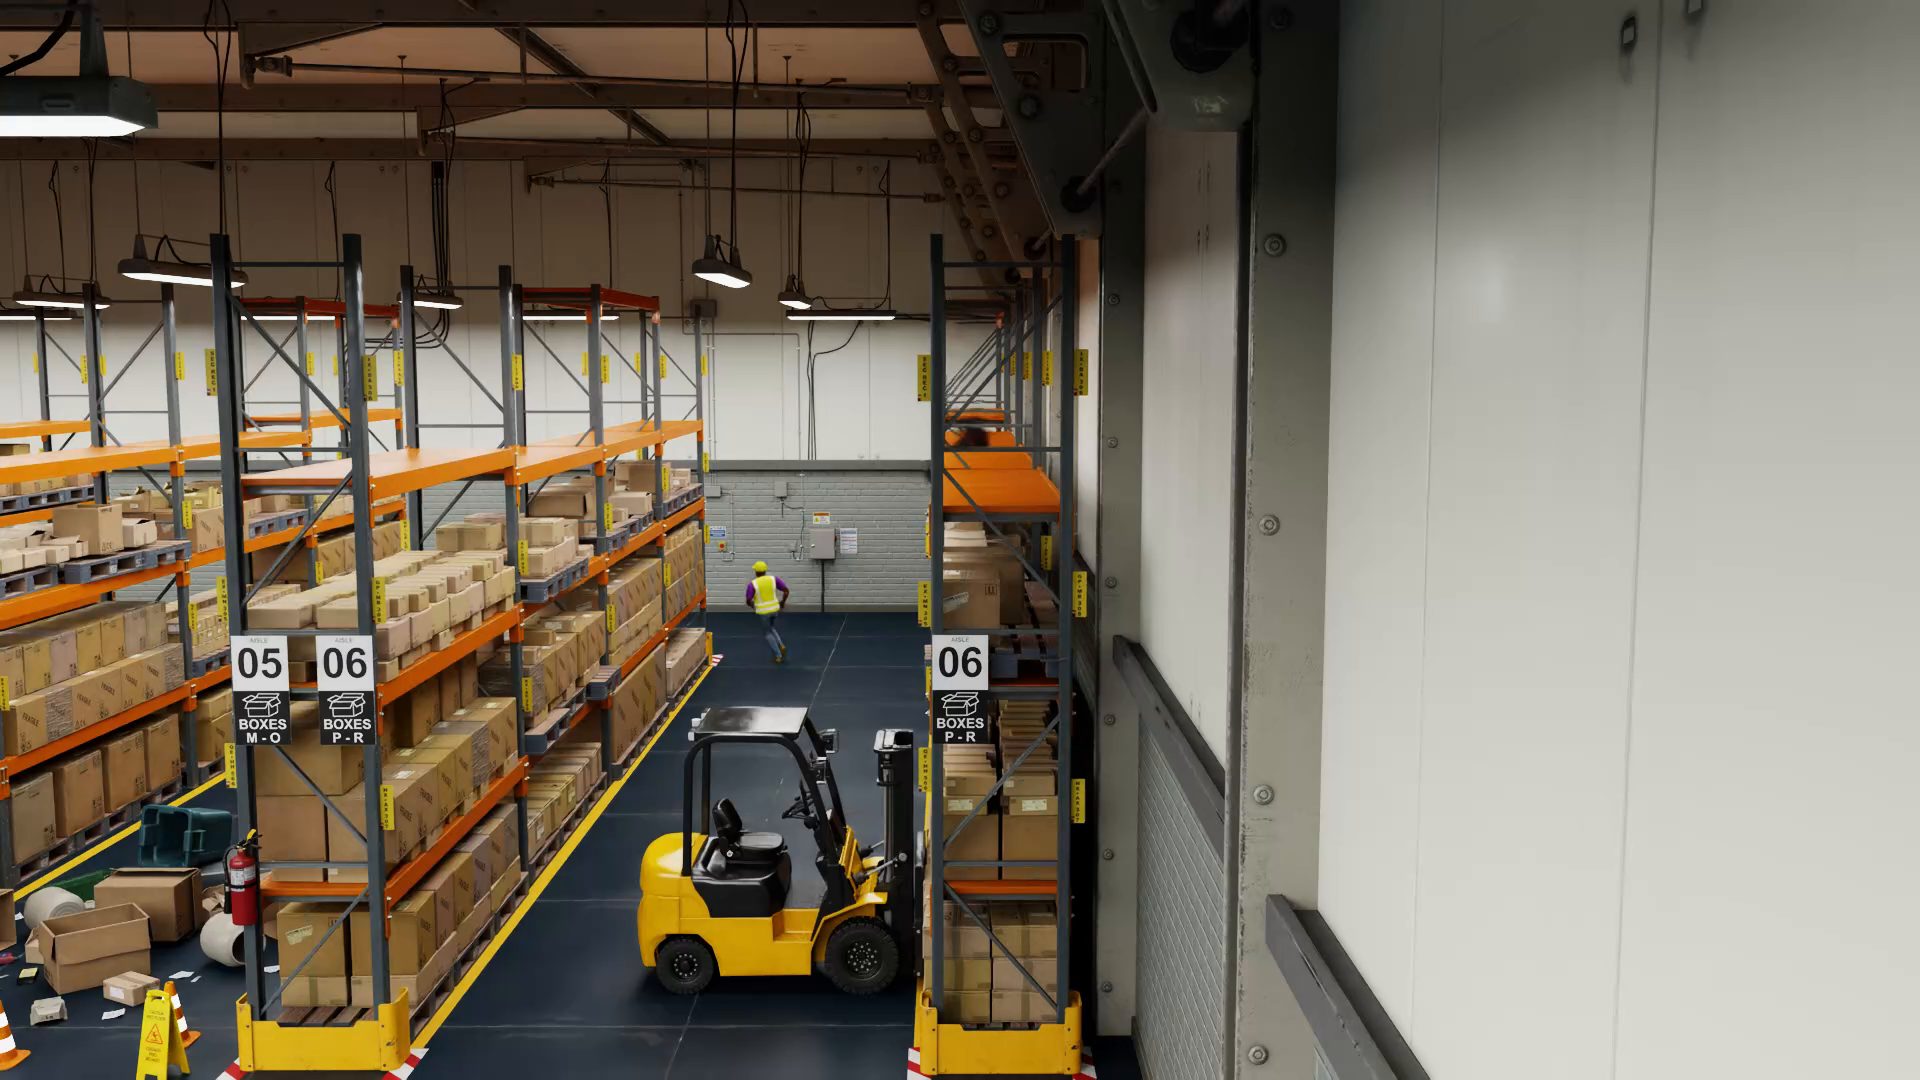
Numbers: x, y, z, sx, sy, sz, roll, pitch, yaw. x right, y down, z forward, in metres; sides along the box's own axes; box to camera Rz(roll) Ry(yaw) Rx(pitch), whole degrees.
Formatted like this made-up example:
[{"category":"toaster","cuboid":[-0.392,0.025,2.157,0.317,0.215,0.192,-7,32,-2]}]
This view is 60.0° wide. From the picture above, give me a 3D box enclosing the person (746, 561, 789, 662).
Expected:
[{"category":"person","cuboid":[-3.304,1.204,28.159,0.719,1.708,0.589,-5,8,-36]}]
